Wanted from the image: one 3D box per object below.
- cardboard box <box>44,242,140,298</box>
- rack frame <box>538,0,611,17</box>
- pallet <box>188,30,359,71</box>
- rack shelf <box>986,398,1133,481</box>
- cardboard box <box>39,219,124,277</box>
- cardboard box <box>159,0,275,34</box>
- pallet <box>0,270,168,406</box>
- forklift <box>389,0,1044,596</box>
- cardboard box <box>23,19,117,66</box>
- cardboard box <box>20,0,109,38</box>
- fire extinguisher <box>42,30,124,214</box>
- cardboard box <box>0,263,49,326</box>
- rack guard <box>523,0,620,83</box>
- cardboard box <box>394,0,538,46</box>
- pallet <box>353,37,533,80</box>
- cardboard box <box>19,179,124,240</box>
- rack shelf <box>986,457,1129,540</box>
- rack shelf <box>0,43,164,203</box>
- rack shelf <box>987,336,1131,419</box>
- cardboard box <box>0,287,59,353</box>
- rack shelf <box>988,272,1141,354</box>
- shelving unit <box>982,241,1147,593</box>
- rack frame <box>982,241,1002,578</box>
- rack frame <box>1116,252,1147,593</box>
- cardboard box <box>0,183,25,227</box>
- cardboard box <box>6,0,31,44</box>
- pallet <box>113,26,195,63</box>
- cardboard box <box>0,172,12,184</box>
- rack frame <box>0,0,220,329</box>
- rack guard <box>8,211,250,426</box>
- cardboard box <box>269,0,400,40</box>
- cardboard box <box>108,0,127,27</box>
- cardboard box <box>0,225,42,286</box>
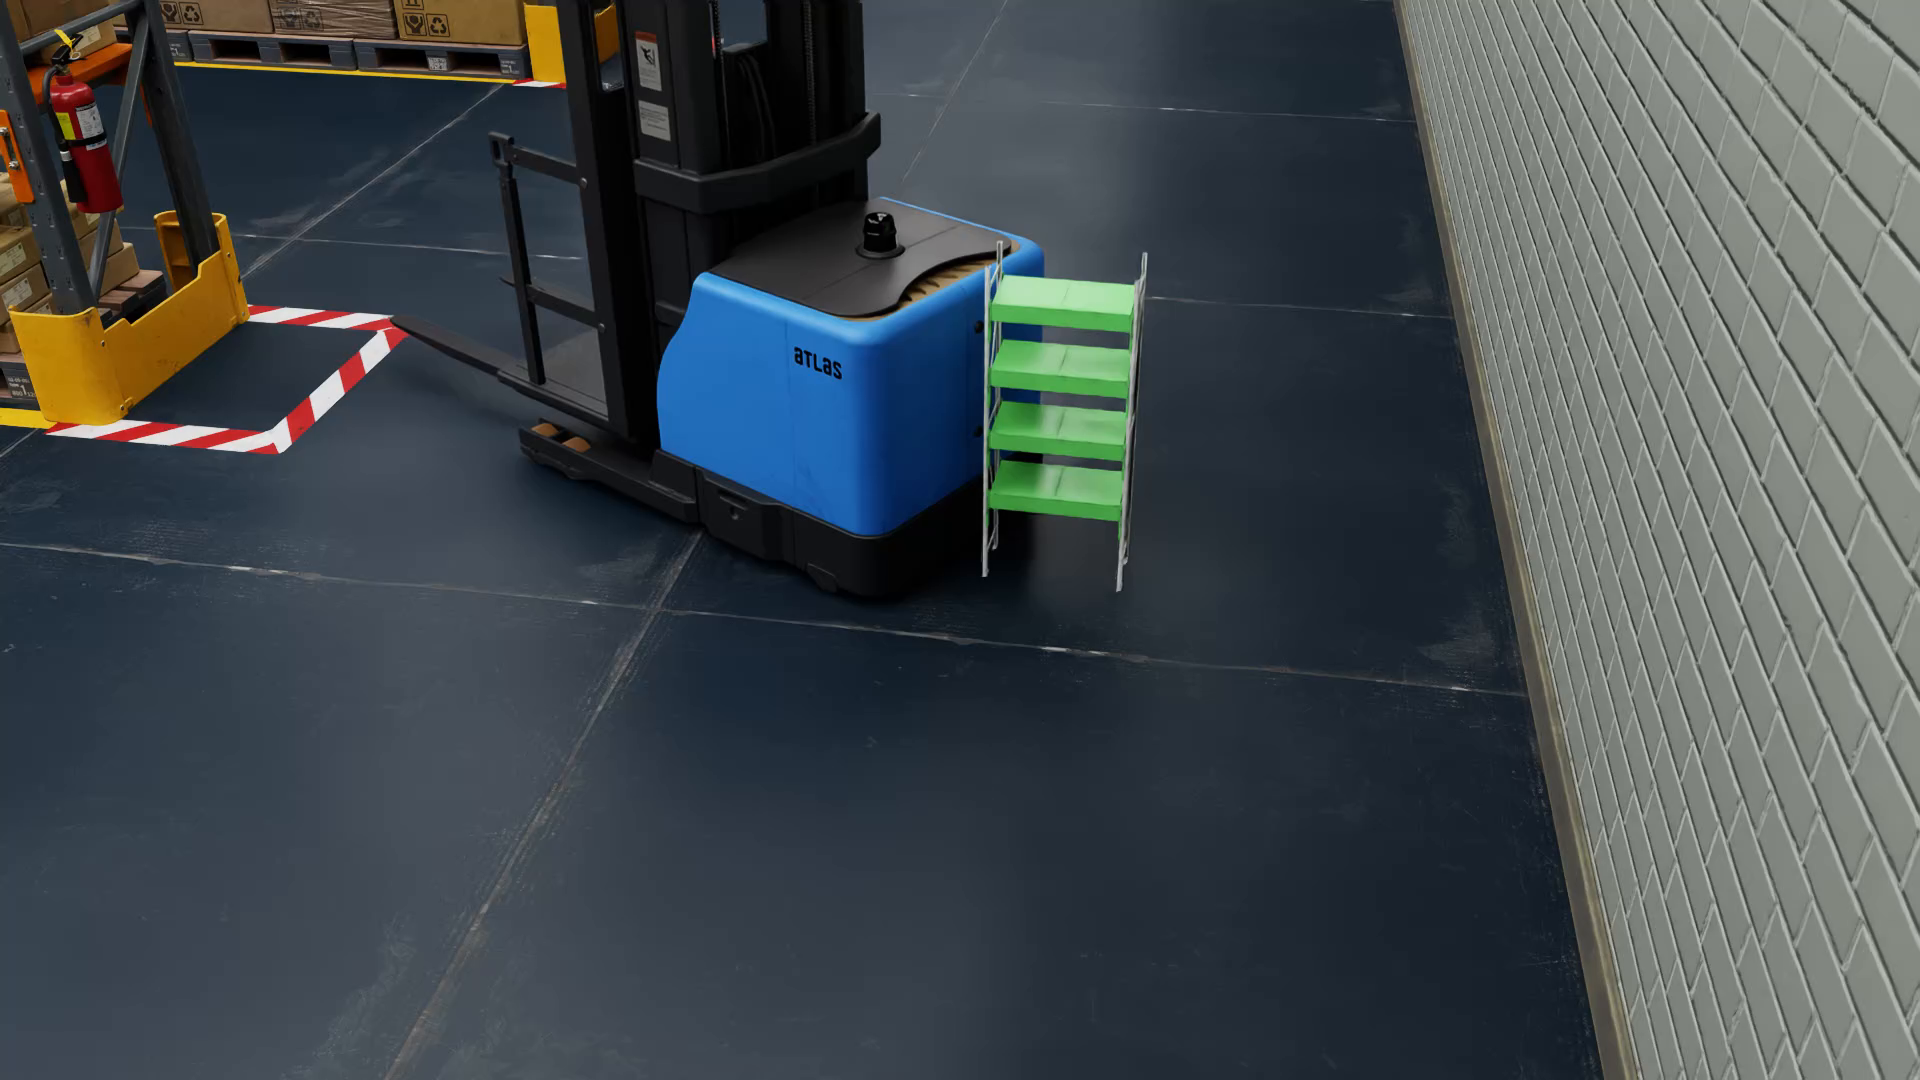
[{"bbox_3d":[-4.039,-1.246,7.705,0.250,0.149,0.380,6,33,9],"label":"cardboard box"},{"bbox_3d":[-2.643,-4.647,10.848,0.127,3.000,1.000,5,32,8],"label":"rack frame"},{"bbox_3d":[-4.643,-3.606,11.812,1.213,0.211,1.003,5,32,8],"label":"pallet"},{"bbox_3d":[0.351,-0.354,5.806,0.480,0.148,0.258,6,33,10],"label":"rack shelf"},{"bbox_3d":[-4.050,-1.339,7.573,0.250,0.149,0.380,6,33,10],"label":"cardboard box"},{"bbox_3d":[-5.061,-4.101,11.581,0.875,0.875,0.875,5,32,8],"label":"cardboard box"},{"bbox_3d":[-4.446,-0.978,7.614,1.213,0.211,1.003,5,32,8],"label":"pallet"},{"bbox_3d":[-1.151,-1.679,6.169,3.031,2.935,1.130,23,39,32],"label":"forklift"},{"bbox_3d":[-3.841,-2.156,7.104,0.250,0.149,0.380,5,32,8],"label":"cardboard box"},{"bbox_3d":[-3.973,-2.415,6.907,0.500,0.500,0.500,7,33,11],"label":"cardboard box"},{"bbox_3d":[-3.406,-1.608,6.416,0.183,0.674,0.296,5,32,8],"label":"fire extinguisher"},{"bbox_3d":[-4.145,-1.056,7.120,0.250,0.149,0.380,4,32,7],"label":"cardboard box"},{"bbox_3d":[-2.619,-3.586,11.507,0.348,0.500,1.175,5,32,8],"label":"rack guard"},{"bbox_3d":[-3.287,-3.940,11.324,0.875,0.875,0.875,5,32,8],"label":"cardboard box"},{"bbox_3d":[-3.444,-3.496,11.636,1.213,0.211,1.003,5,32,8],"label":"pallet"},{"bbox_3d":[-4.036,-1.509,7.563,0.250,0.149,0.380,4,32,6],"label":"cardboard box"},{"bbox_3d":[0.351,-0.151,5.933,0.480,0.148,0.258,6,33,10],"label":"rack shelf"},{"bbox_3d":[-5.548,-1.936,7.194,4.000,0.370,1.077,5,32,8],"label":"rack shelf"},{"bbox_3d":[0.351,-0.558,5.678,0.480,0.148,0.258,6,33,10],"label":"rack shelf"},{"bbox_3d":[-4.131,-0.970,7.263,0.250,0.149,0.380,6,32,9],"label":"cardboard box"},{"bbox_3d":[0.351,-0.761,5.551,0.480,0.148,0.258,6,33,10],"label":"rack shelf"},{"bbox_3d":[0.351,-0.409,5.772,0.503,1.200,0.258,6,33,10],"label":"shelving unit"},{"bbox_3d":[0.112,-0.434,5.813,0.015,1.200,0.240,6,33,10],"label":"rack frame"},{"bbox_3d":[0.591,-0.383,5.731,0.015,1.200,0.240,6,33,10],"label":"rack frame"},{"bbox_3d":[-4.328,-1.470,7.502,0.250,0.149,0.380,6,33,9],"label":"cardboard box"},{"bbox_3d":[-4.063,-2.136,6.461,0.500,0.500,0.500,6,33,9],"label":"cardboard box"},{"bbox_3d":[-5.849,-3.714,11.984,1.213,0.211,1.003,5,32,8],"label":"pallet"},{"bbox_3d":[-4.555,-1.560,7.645,0.250,0.149,0.380,5,32,8],"label":"cardboard box"},{"bbox_3d":[-3.577,-2.062,6.718,0.127,3.000,1.000,5,32,8],"label":"rack frame"},{"bbox_3d":[-3.652,-1.010,7.392,0.348,0.500,1.175,5,32,8],"label":"rack guard"},{"bbox_3d":[-4.184,-4.021,11.454,0.875,0.875,0.875,5,32,8],"label":"cardboard box"},{"bbox_3d":[-5.948,-4.181,11.709,0.875,0.875,0.875,5,32,8],"label":"cardboard box"},{"bbox_3d":[-4.141,-1.199,7.069,0.250,0.149,0.380,6,32,9],"label":"cardboard box"}]
